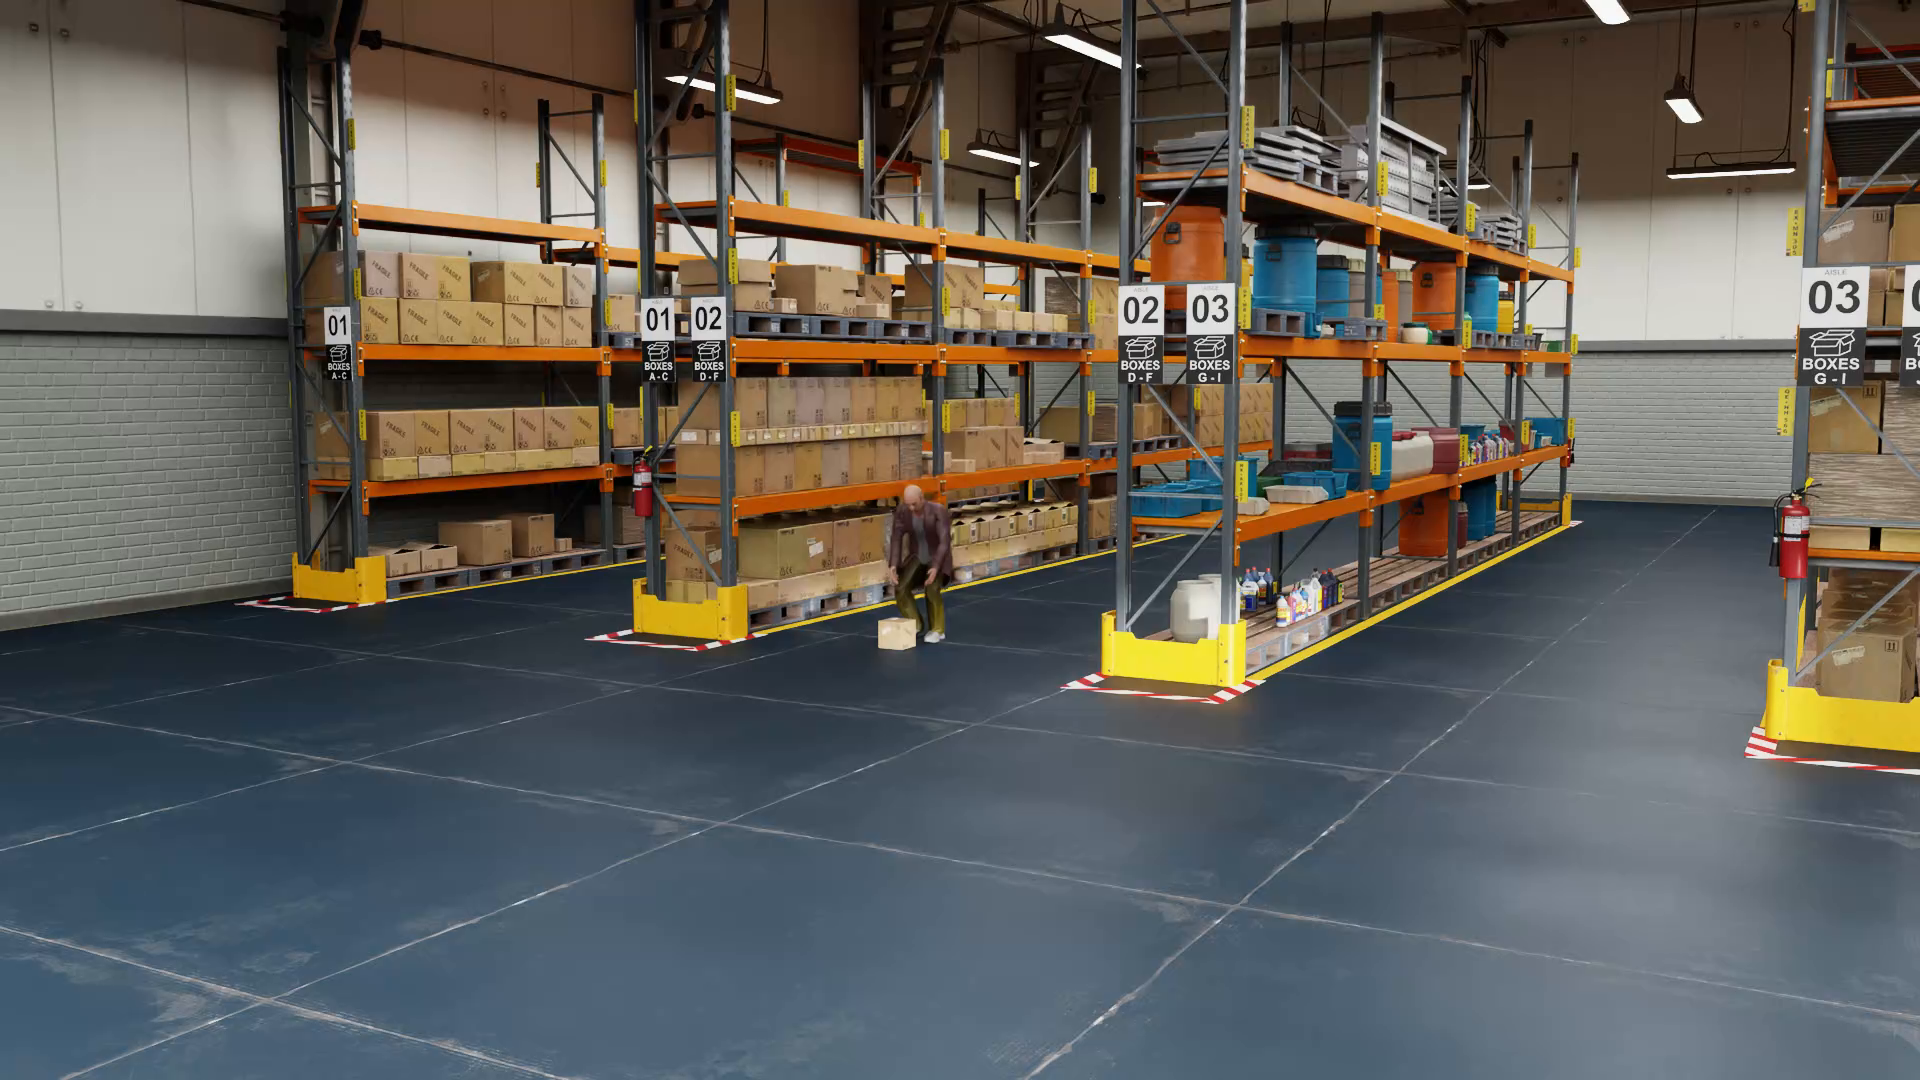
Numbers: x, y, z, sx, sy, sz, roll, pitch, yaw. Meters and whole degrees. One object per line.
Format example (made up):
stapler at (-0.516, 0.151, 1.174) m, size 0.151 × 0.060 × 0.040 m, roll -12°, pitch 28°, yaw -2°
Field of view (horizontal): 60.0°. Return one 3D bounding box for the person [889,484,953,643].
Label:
person at (-0.325, 0.268, 15.537) m, size 0.630 × 1.356 × 0.680 m, roll 3°, pitch 7°, yaw 29°
